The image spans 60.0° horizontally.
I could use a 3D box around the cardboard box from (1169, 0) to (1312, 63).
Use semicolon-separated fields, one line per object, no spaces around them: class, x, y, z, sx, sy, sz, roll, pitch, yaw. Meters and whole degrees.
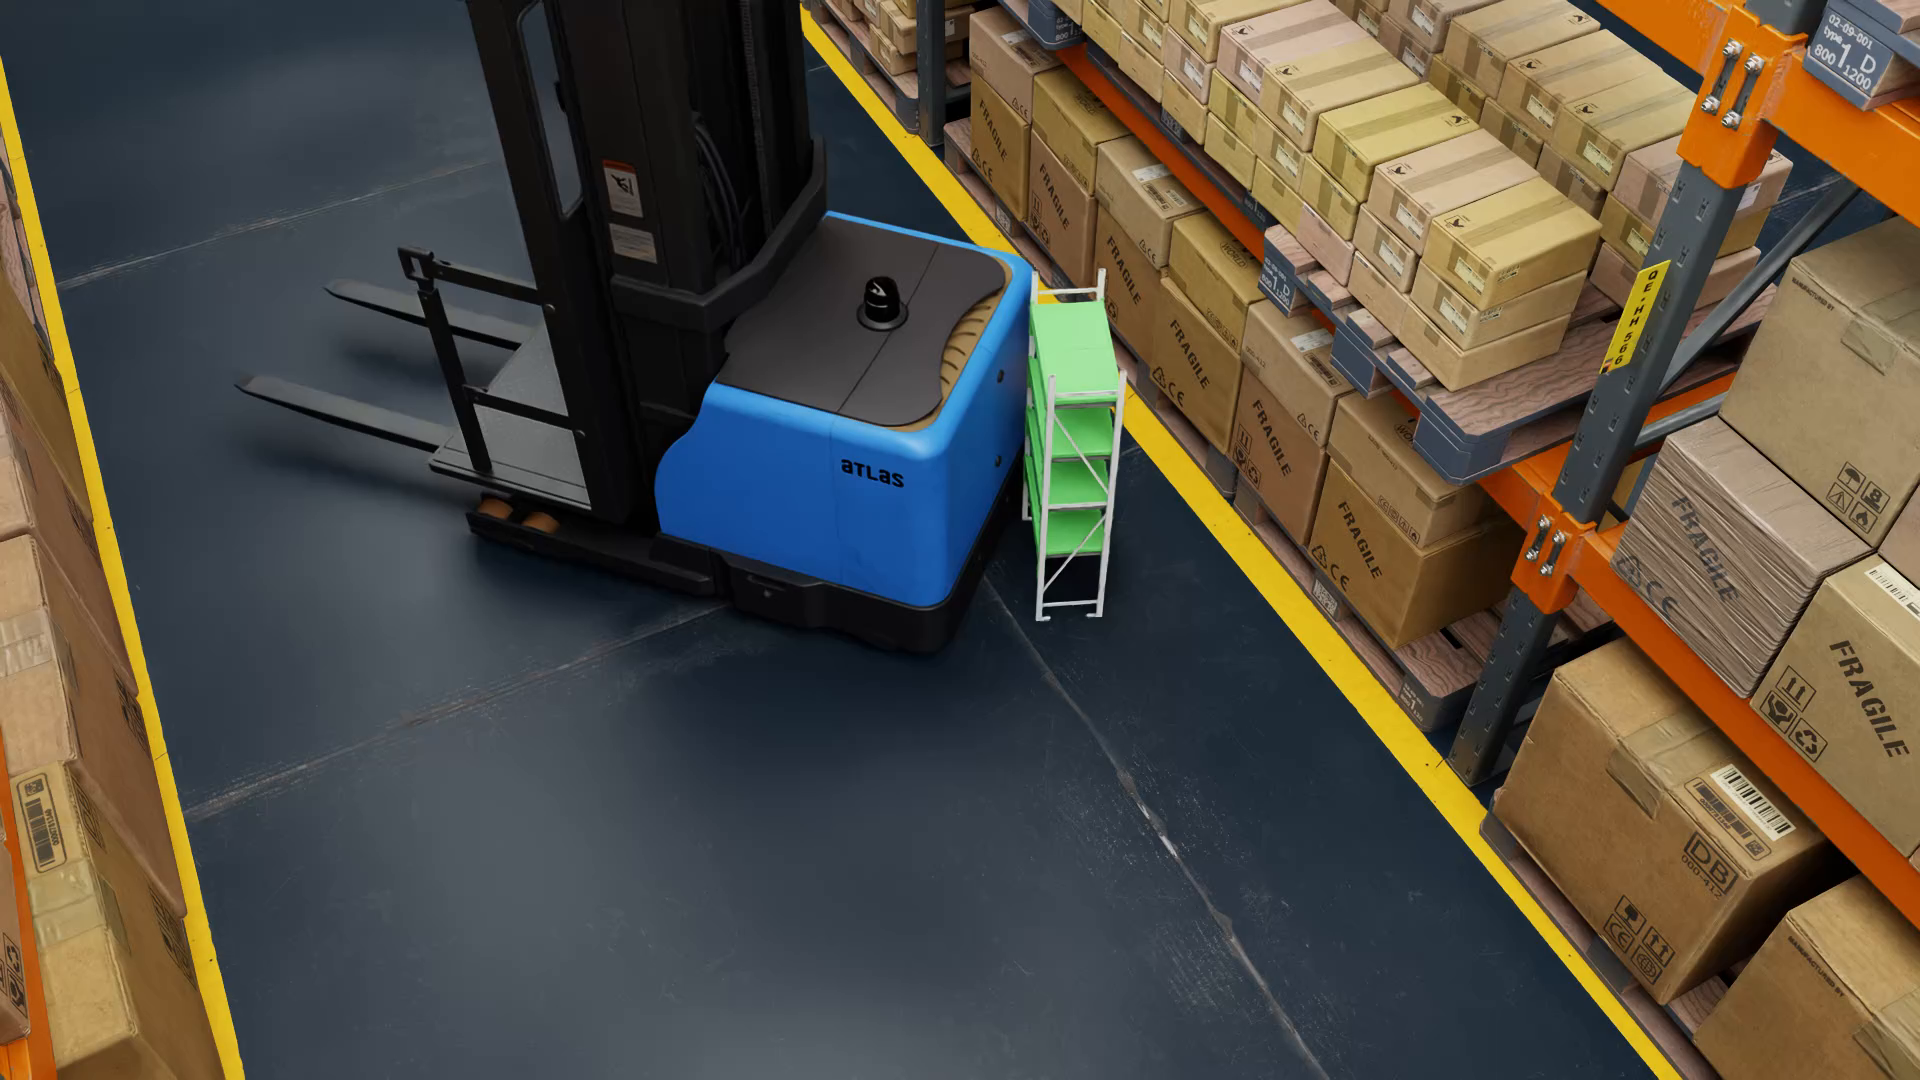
cardboard box;0.883;-1.660;5.201;0.380;0.149;0.250;-19;51;-16

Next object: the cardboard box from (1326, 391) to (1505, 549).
cardboard box;1.559;-0.302;5.404;0.500;0.250;0.500;-22;52;-18

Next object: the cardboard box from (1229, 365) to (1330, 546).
cardboard box;1.337;-0.386;5.977;0.500;0.500;0.500;-19;52;-16

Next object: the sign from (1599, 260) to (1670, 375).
sign;1.626;-0.534;4.007;0.100;0.325;0.005;-21;52;-18

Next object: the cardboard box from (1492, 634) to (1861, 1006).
cardboard box;2.303;0.669;4.888;1.050;0.750;0.750;-22;52;-18

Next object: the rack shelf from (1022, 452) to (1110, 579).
rack shelf;0.374;-0.097;5.942;0.258;0.148;0.480;-3;49;-3

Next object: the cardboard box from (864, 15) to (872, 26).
cardboard box;-0.253;-2.597;8.143;0.380;0.149;0.250;-20;52;-17

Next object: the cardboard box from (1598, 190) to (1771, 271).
cardboard box;2.062;-0.918;4.750;0.380;0.149;0.250;-19;52;-16

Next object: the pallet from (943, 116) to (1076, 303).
pallet;0.632;-1.610;7.518;1.003;0.211;1.213;-21;52;-18

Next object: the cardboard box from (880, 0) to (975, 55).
cardboard box;-0.153;-2.448;7.816;0.380;0.149;0.250;-20;52;-17

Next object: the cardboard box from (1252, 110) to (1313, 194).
cardboard box;1.113;-1.220;5.015;0.380;0.149;0.250;-21;52;-17

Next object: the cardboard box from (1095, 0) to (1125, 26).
cardboard box;0.650;-1.904;5.613;0.380;0.149;0.250;-22;52;-18

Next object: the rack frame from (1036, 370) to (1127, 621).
rack frame;0.393;-0.114;5.553;0.240;1.200;0.015;-3;49;-3

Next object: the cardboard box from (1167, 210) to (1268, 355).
cardboard box;1.099;-0.981;5.999;0.500;0.250;0.500;-20;52;-17

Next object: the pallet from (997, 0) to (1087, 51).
pallet;0.495;-2.424;6.505;1.003;0.211;1.213;-21;52;-18

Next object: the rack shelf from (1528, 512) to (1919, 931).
rack shelf;3.020;1.204;3.682;1.077;0.370;4.000;-21;52;-18

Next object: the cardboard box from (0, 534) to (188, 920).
cardboard box;-3.050;0.762;4.723;1.225;0.875;0.875;-21;52;-17

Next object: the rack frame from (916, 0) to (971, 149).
rack frame;0.274;-3.049;6.924;1.000;3.000;0.127;-21;52;-18

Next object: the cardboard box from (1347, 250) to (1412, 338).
cardboard box;1.358;-0.766;4.815;0.380;0.149;0.250;-21;52;-18

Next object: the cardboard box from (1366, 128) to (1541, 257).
cardboard box;1.360;-0.962;4.592;0.380;0.149;0.250;-22;52;-18

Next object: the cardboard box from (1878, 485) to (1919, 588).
cardboard box;2.534;-0.092;3.607;0.700;0.500;0.500;-22;52;-18

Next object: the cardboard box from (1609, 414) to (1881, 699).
cardboard box;2.070;-0.011;4.201;0.500;0.500;0.500;-21;52;-17

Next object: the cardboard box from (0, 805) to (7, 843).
cardboard box;-2.570;0.473;3.777;0.500;0.500;0.500;-22;53;-18

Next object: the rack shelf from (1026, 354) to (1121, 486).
rack shelf;0.374;-0.413;5.580;0.258;0.148;0.480;-3;49;-3

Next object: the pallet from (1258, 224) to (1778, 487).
pallet;1.684;-0.749;5.040;1.213;0.211;1.003;-21;52;-18

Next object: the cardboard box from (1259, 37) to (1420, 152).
cardboard box;1.114;-1.315;4.900;0.380;0.149;0.250;-20;52;-16

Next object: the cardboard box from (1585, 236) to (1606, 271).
cardboard box;1.957;-0.976;4.999;0.380;0.149;0.250;-19;51;-16

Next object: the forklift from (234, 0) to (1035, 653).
forklift;-1.299;-1.266;5.410;3.031;2.935;1.130;16;51;13

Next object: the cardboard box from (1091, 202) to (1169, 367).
cardboard box;0.872;-1.079;6.583;0.500;0.500;0.500;-20;52;-17

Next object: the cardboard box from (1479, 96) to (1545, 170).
cardboard box;1.811;-1.276;5.064;0.380;0.149;0.250;-23;53;-19

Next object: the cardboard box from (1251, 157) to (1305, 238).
cardboard box;1.129;-1.106;5.113;0.380;0.149;0.250;-22;52;-18

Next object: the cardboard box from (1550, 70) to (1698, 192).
cardboard box;1.940;-1.178;4.780;0.380;0.149;0.250;-22;53;-18

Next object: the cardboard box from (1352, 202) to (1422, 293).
cardboard box;1.350;-0.877;4.715;0.380;0.149;0.250;-19;52;-16

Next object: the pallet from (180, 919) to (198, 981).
pallet;-2.646;1.633;4.681;1.003;0.211;1.213;-21;52;-18

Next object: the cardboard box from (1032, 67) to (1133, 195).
cardboard box;0.623;-1.670;6.601;0.500;0.250;0.500;-20;52;-17

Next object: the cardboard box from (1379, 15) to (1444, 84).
cardboard box;1.582;-1.612;5.357;0.380;0.149;0.250;-21;52;-17

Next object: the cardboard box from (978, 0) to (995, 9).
cardboard box;0.272;-2.781;8.305;0.380;0.149;0.250;-20;52;-16

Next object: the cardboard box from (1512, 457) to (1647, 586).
cardboard box;2.008;-0.248;5.856;0.500;0.500;0.500;-23;53;-19

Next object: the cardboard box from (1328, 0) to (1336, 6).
cardboard box;1.344;-1.959;5.661;0.380;0.149;0.250;-19;52;-16

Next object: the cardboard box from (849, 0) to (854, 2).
cardboard box;-0.426;-2.798;8.122;0.380;0.149;0.250;-23;53;-19

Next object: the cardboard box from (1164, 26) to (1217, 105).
cardboard box;0.882;-1.562;5.313;0.380;0.149;0.250;-20;52;-17

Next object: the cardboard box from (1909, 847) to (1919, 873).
cardboard box;2.536;0.666;3.609;0.500;0.500;0.500;-21;52;-18

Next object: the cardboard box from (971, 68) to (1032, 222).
cardboard box;0.377;-1.778;7.194;0.500;0.500;0.500;-19;52;-16

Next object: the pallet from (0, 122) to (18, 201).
pallet;-5.023;-1.844;7.722;1.003;0.211;1.213;-21;52;-18

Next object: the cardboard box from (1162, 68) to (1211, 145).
cardboard box;0.888;-1.460;5.422;0.380;0.149;0.250;-20;52;-16

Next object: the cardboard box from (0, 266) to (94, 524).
cardboard box;-3.872;-0.426;5.762;1.225;0.875;0.875;-21;52;-17

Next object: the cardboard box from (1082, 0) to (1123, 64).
cardboard box;0.648;-1.810;5.729;0.380;0.149;0.250;-22;52;-18

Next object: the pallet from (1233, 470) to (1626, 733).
pallet;1.748;0.023;6.090;1.003;0.211;1.213;-21;52;-18

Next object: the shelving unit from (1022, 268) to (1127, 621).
shelving unit;0.374;-0.297;5.713;0.258;1.200;0.503;-3;49;-3

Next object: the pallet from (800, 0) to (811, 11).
pallet;-0.627;-3.386;9.071;1.003;0.211;1.213;-21;52;-18

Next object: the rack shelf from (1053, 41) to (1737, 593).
rack shelf;1.189;-1.474;6.024;1.077;0.370;4.000;-21;52;-18

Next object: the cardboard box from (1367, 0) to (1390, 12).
cardboard box;1.463;-1.878;5.393;0.380;0.149;0.250;-20;52;-16

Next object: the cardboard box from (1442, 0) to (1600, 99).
cardboard box;1.711;-1.521;5.081;0.380;0.149;0.250;-23;53;-19
